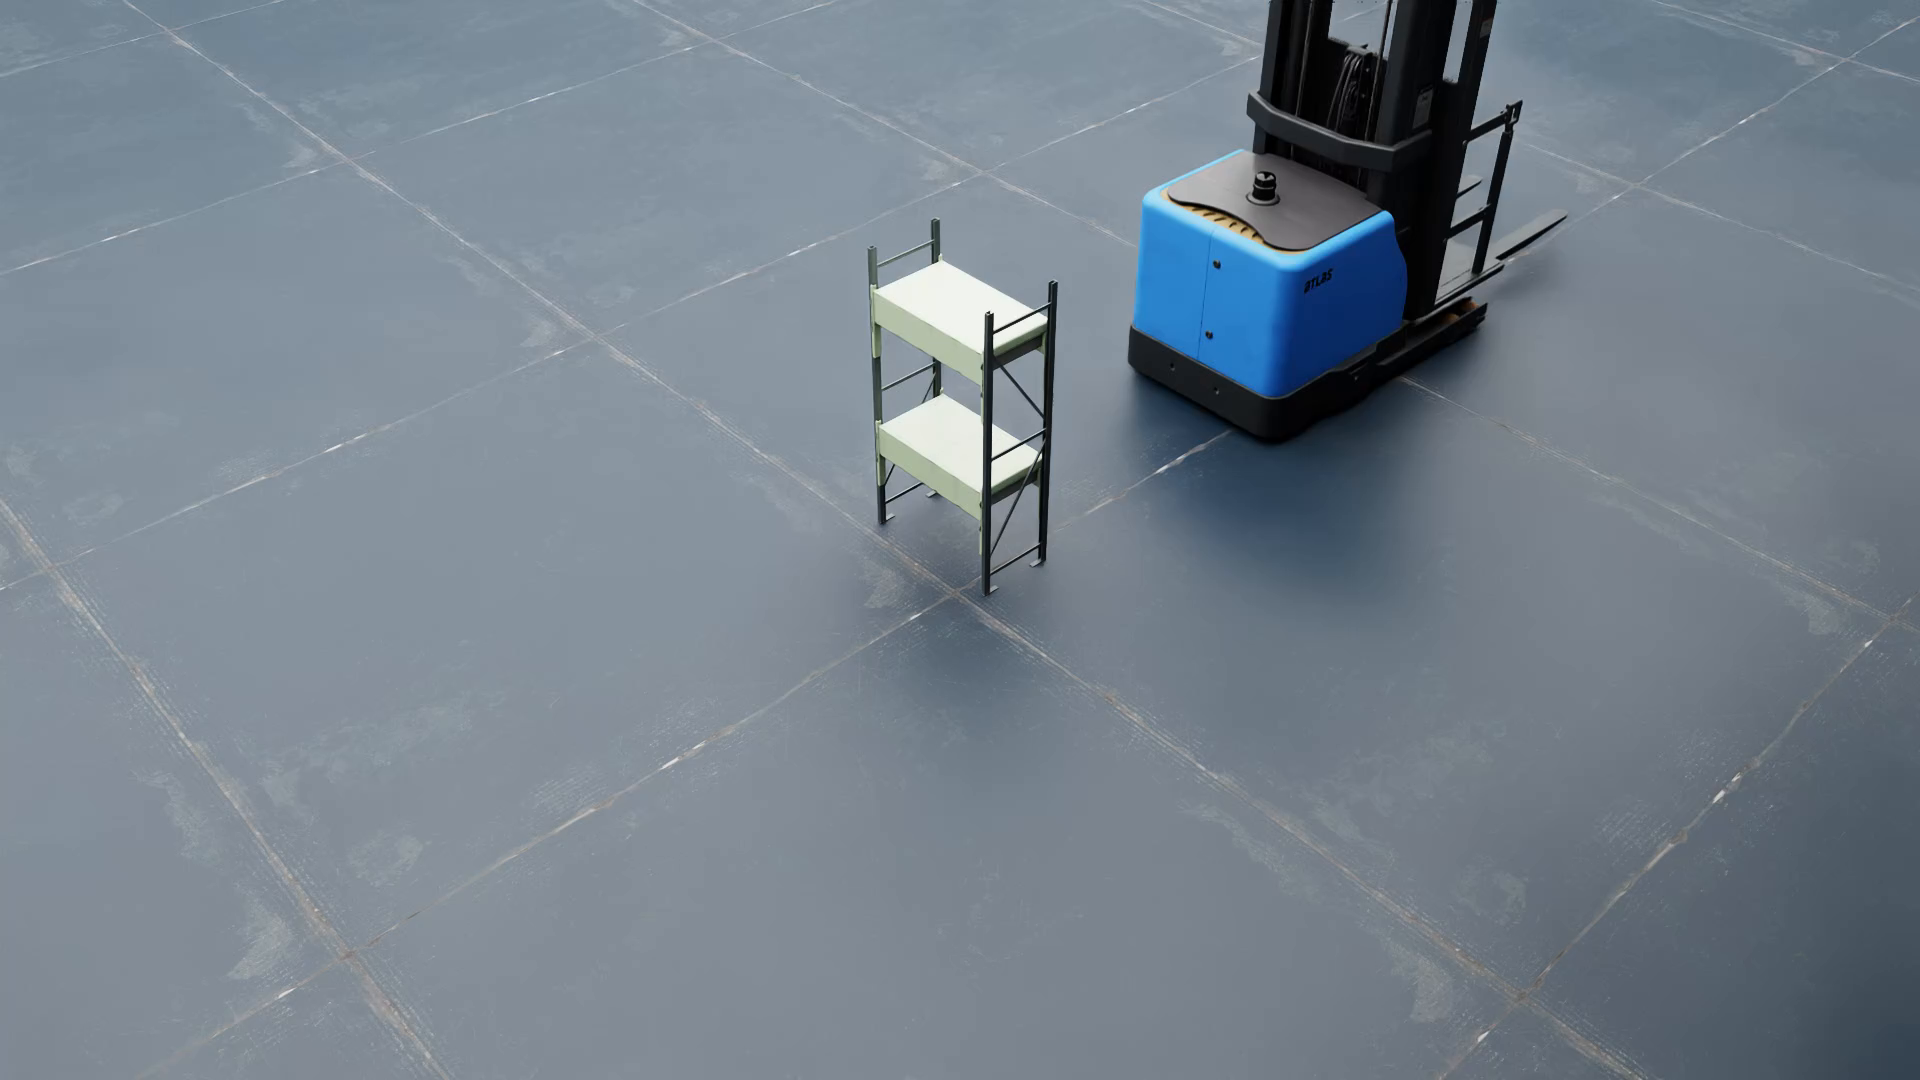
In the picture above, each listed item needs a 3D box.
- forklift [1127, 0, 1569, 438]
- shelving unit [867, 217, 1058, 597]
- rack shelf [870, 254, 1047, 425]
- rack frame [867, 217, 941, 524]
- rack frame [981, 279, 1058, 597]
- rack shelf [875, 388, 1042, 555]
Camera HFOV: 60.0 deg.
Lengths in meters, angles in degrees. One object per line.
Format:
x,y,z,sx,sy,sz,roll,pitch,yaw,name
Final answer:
2.340,-2.463,8.674,3.031,2.935,1.130,-30,48,-32,forklift
0.005,-0.580,7.483,0.431,1.500,0.755,-30,48,-32,shelving unit
0.005,-0.884,7.238,0.431,0.370,0.720,-30,48,-32,rack shelf
-0.243,-0.750,7.693,0.400,1.500,0.023,-30,48,-32,rack frame
0.252,-0.411,7.273,0.400,1.500,0.023,-30,48,-32,rack frame
0.005,-0.327,7.688,0.431,0.370,0.720,-30,48,-32,rack shelf
